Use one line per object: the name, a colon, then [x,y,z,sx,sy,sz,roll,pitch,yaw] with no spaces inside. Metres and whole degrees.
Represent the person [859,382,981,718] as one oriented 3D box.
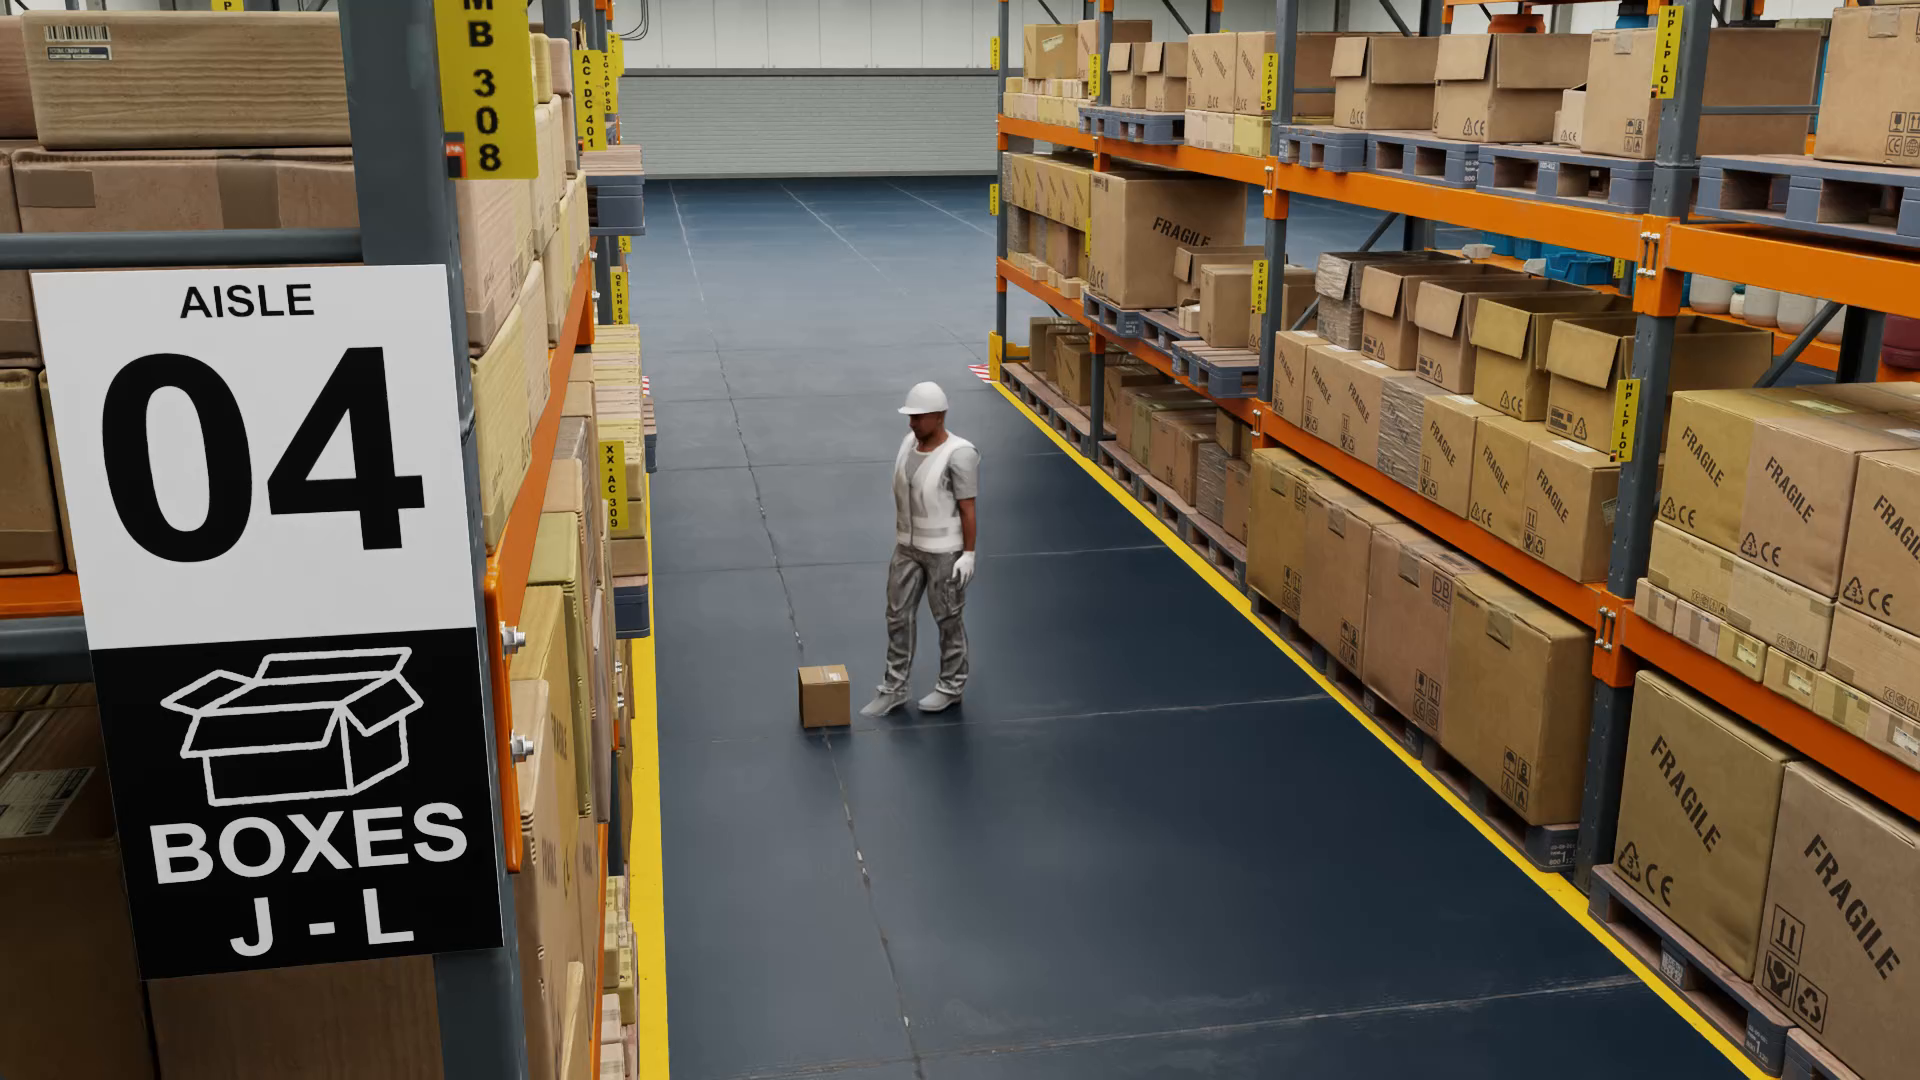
person: [-0.212,0.076,8.743,0.586,1.808,0.566,15,22,42]
